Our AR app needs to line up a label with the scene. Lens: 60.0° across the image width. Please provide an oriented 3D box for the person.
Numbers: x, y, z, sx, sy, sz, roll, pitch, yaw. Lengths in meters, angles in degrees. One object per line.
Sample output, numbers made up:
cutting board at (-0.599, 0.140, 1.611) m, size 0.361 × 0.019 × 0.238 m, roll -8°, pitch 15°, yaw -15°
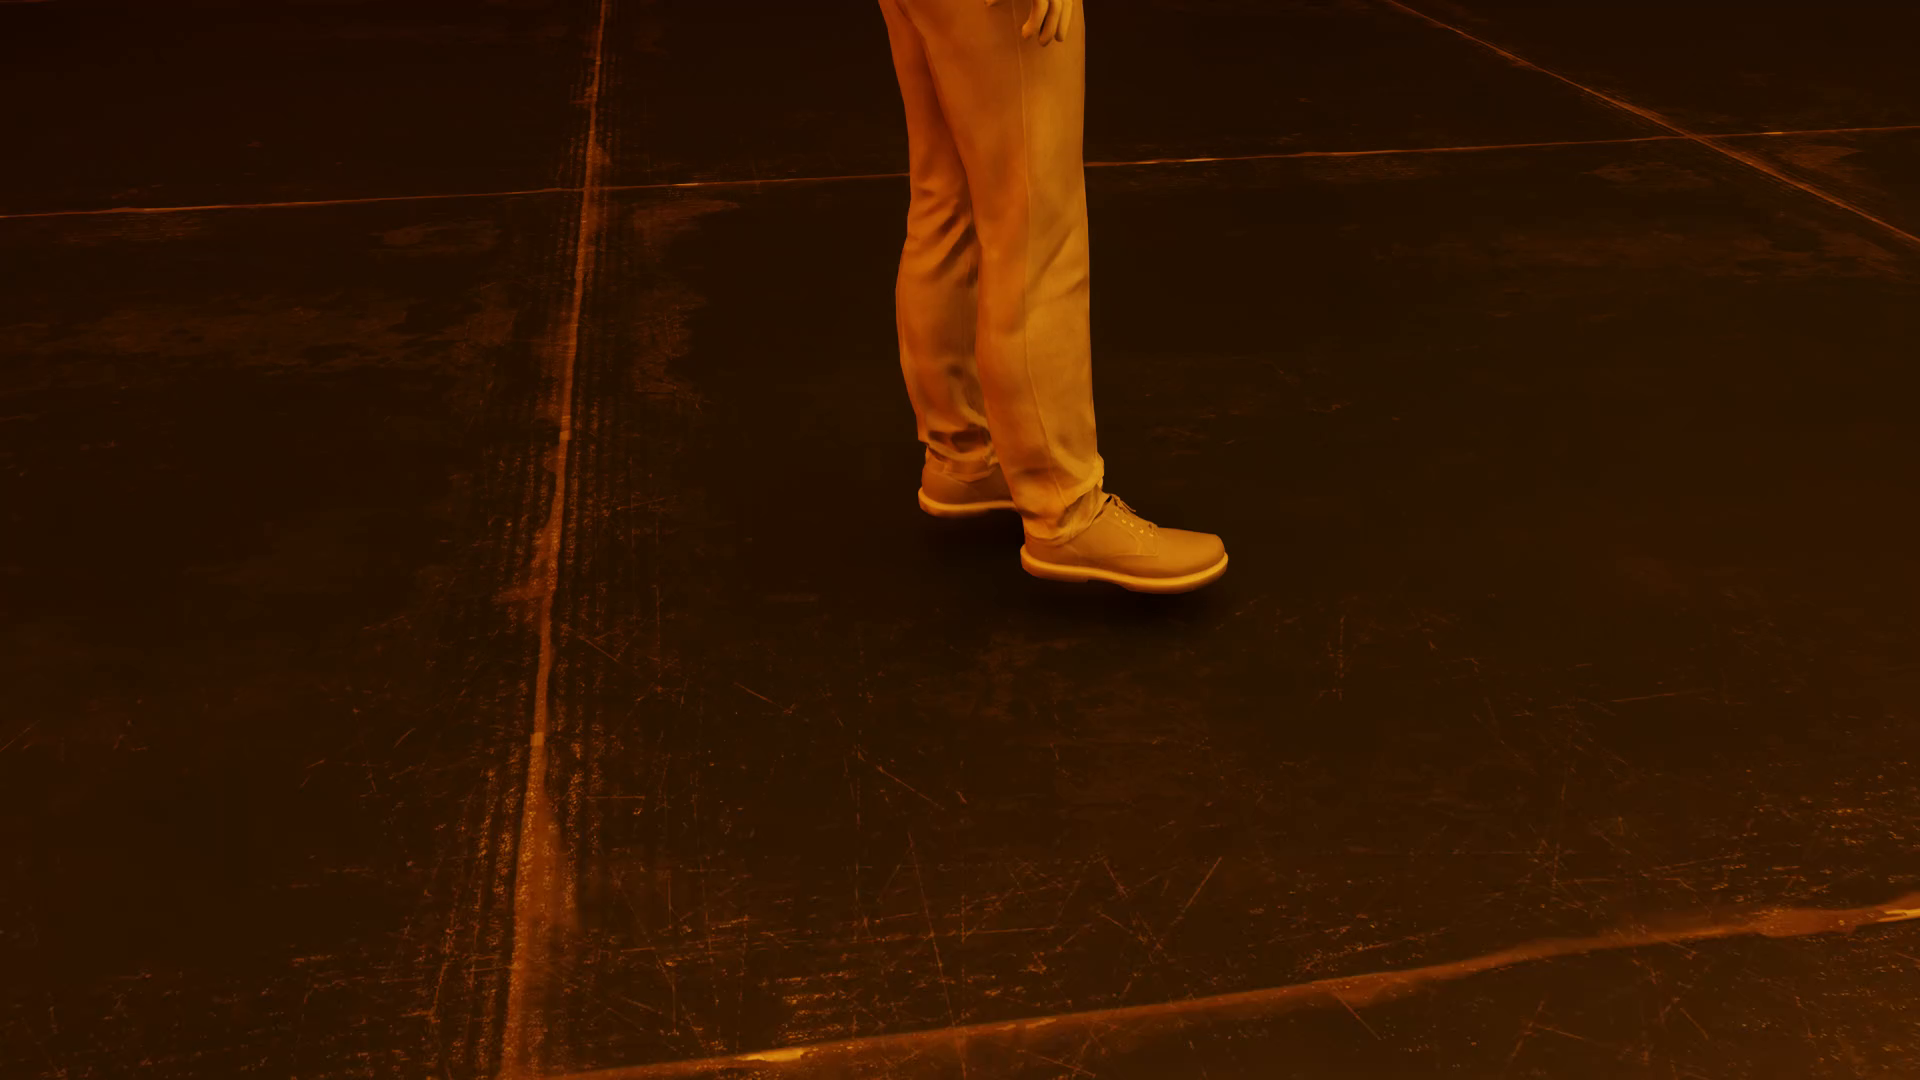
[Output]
person at (0.068, -0.793, 2.085) m, size 0.531 × 1.694 × 0.586 m, roll -5°, pitch 28°, yaw -9°
